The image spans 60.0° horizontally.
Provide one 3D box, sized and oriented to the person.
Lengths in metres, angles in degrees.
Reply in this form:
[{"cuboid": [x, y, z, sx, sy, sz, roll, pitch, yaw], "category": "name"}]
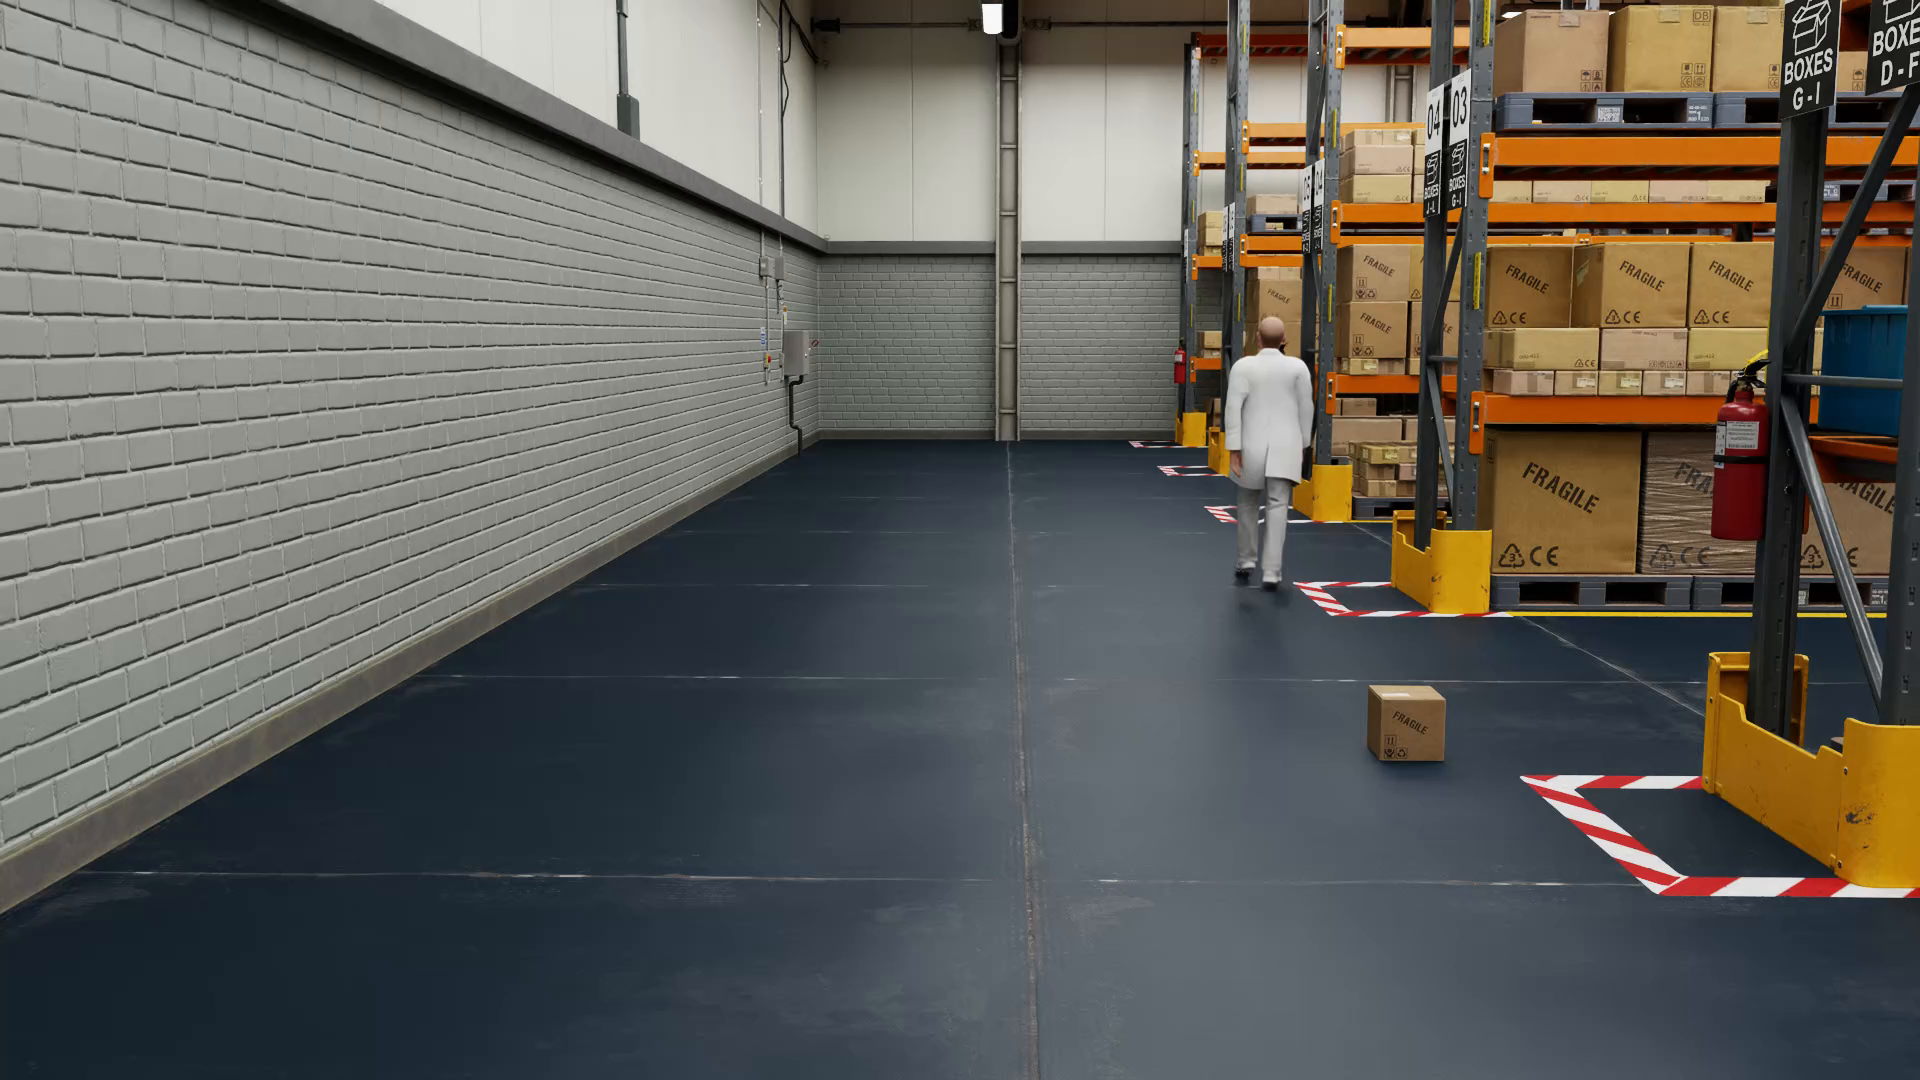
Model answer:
[{"cuboid": [2.072, -0.618, 11.149, 0.574, 1.741, 0.989, 2, 7, 12], "category": "person"}]
